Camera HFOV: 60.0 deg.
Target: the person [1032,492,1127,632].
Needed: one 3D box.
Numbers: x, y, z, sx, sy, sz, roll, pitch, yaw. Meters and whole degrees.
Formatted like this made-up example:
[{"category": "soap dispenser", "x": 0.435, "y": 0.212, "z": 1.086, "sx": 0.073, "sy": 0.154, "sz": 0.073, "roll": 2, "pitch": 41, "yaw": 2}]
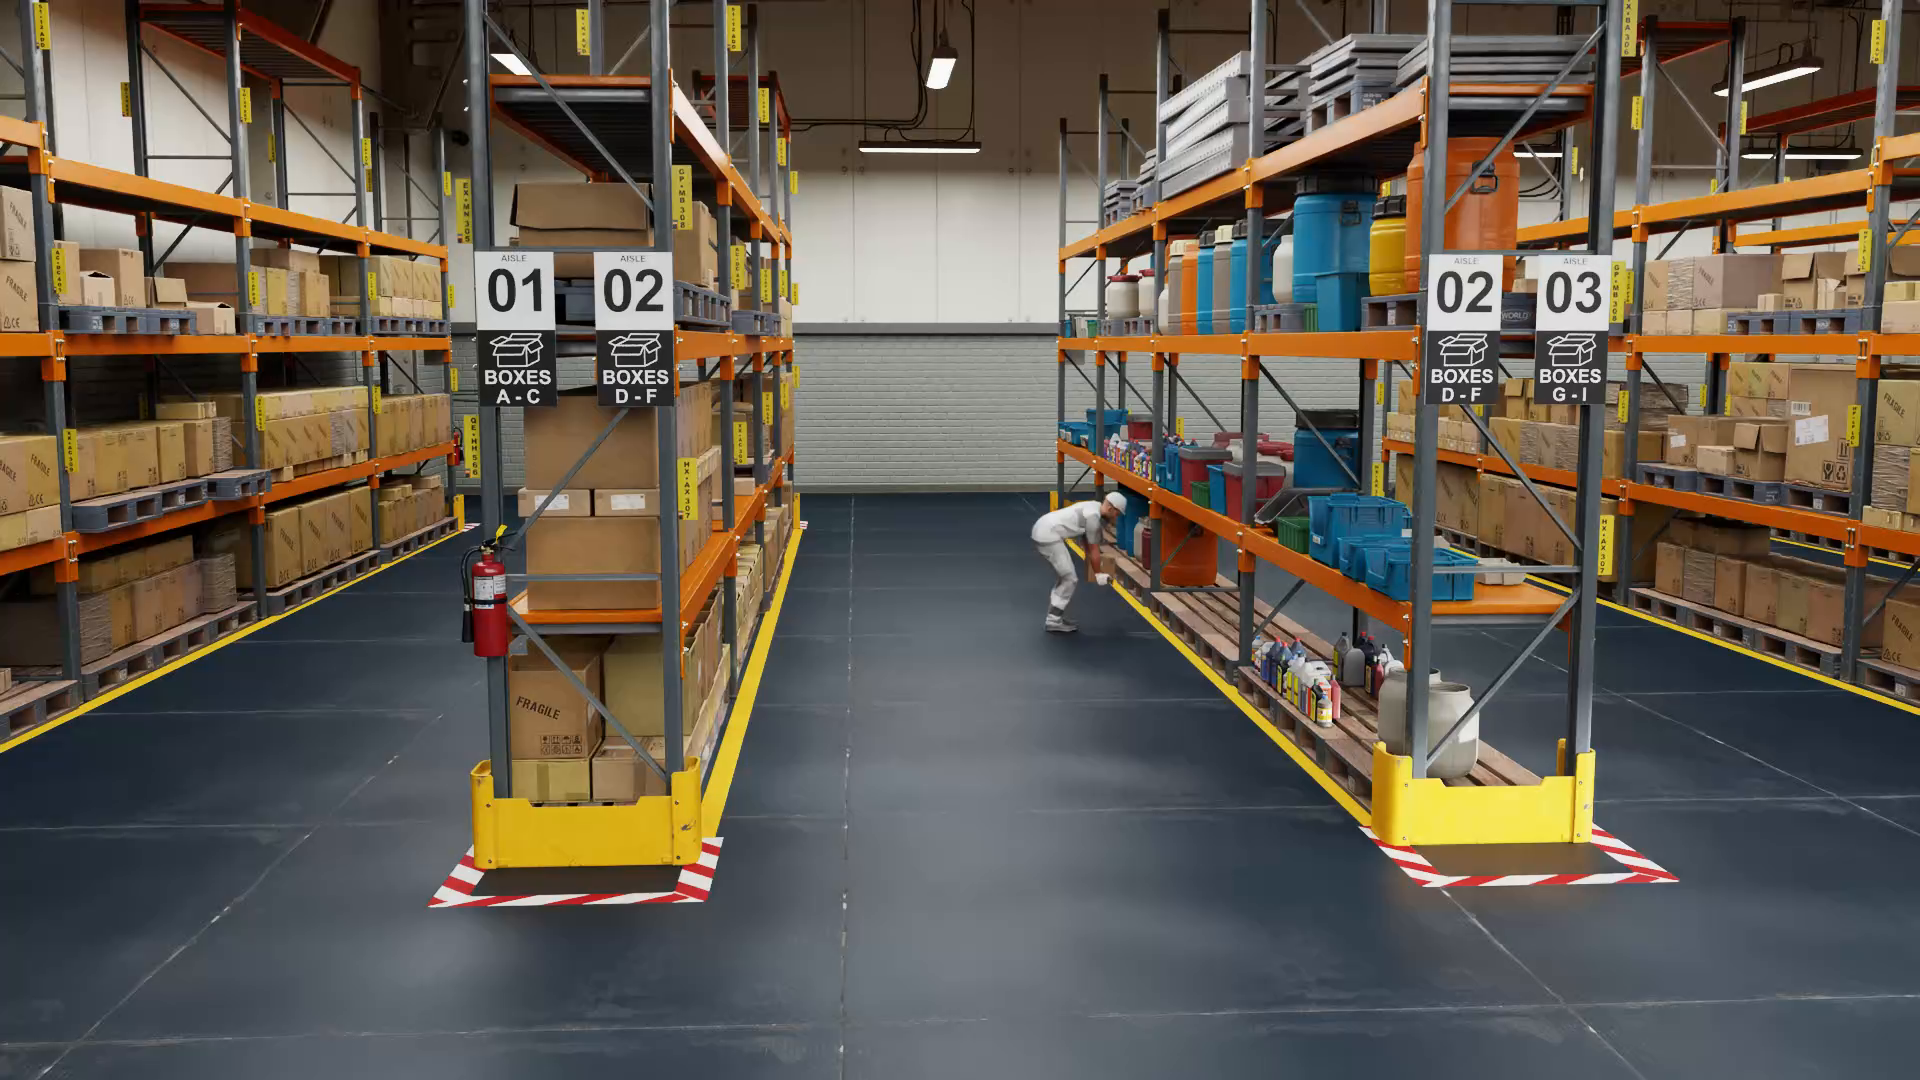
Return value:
[{"category": "person", "x": 1.142, "y": 0.202, "z": 15.913, "sx": 0.909, "sy": 1.319, "sz": 0.497, "roll": -1, "pitch": 7, "yaw": -6}]
